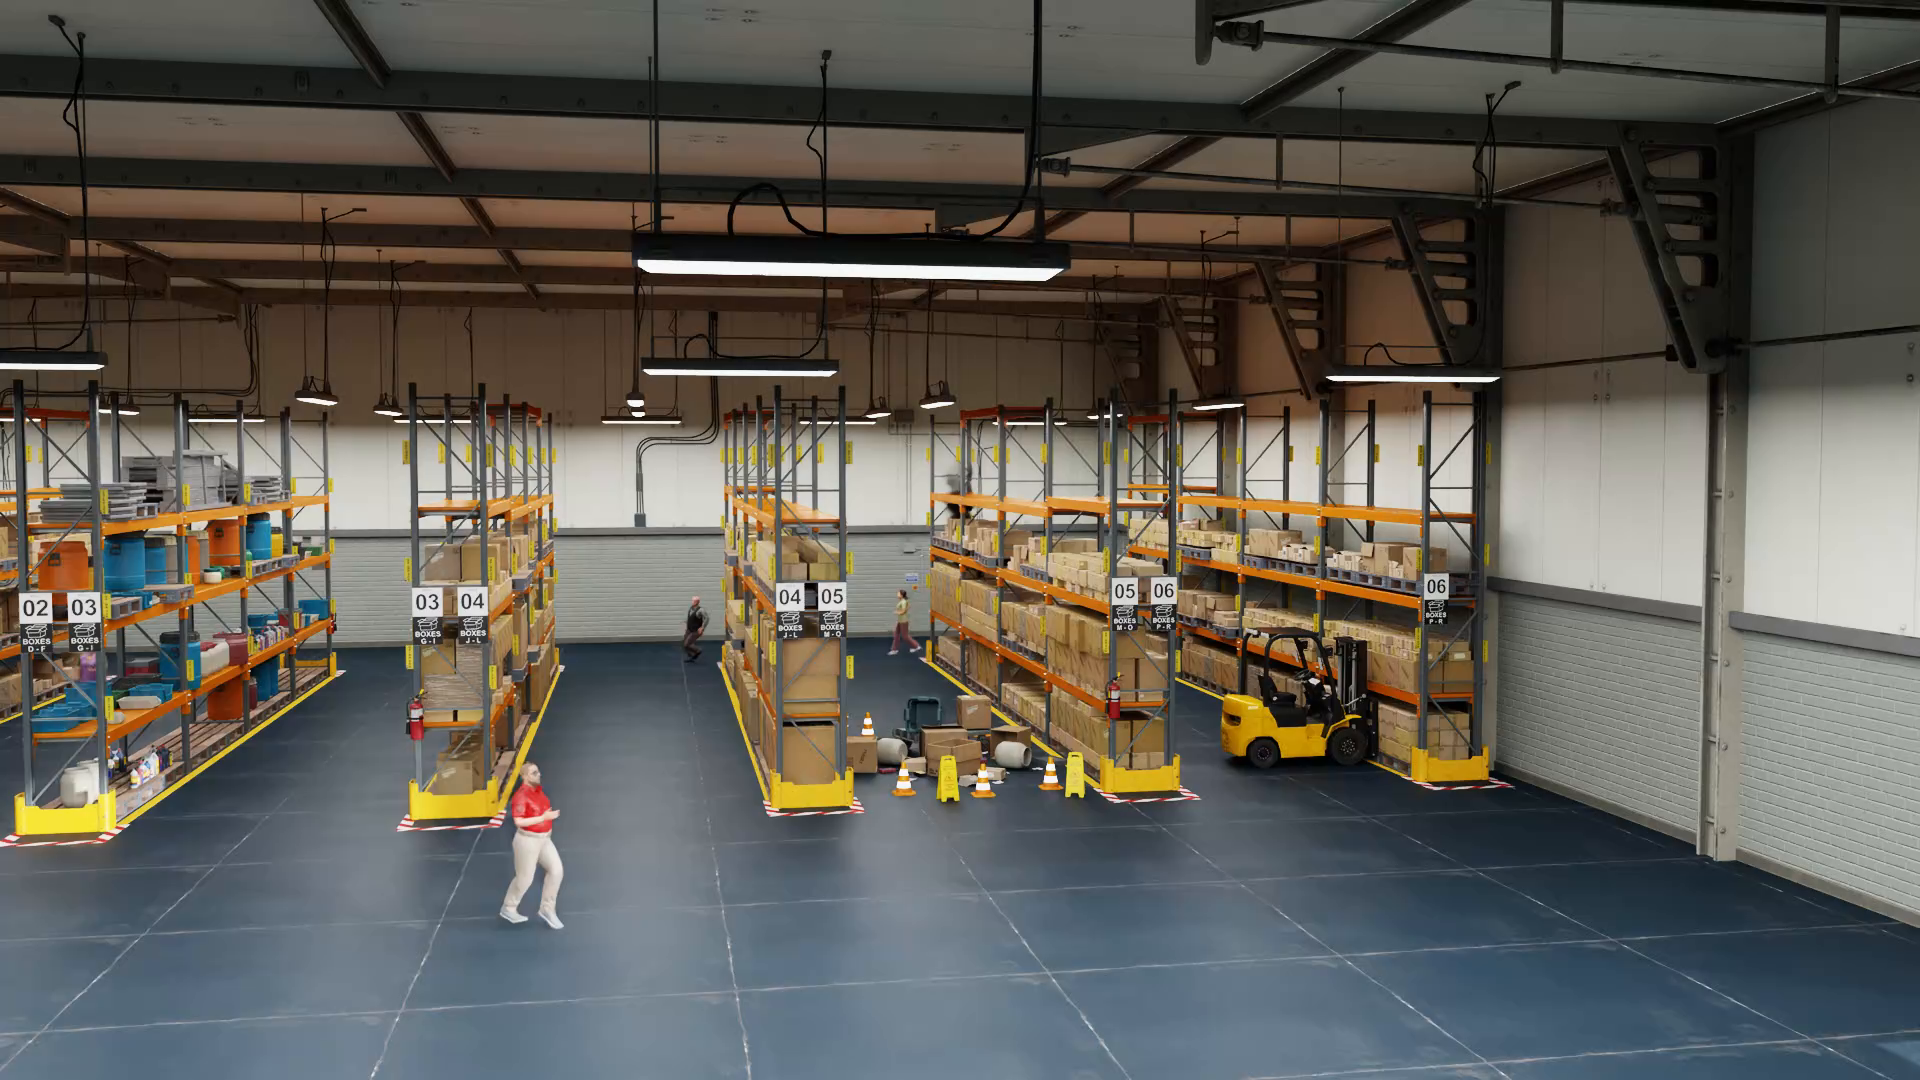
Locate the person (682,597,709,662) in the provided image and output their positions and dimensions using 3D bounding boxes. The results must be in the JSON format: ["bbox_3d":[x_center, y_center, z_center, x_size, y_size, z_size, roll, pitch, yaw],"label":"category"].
[{"bbox_3d":[-6.423,2.173,40.073,0.490,1.631,0.776,-3,4,-43],"label":"person"}]

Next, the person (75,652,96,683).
[{"bbox_3d":[-15.952,2.645,30.506,0.537,1.570,0.893,-1,3,-20],"label":"person"}]

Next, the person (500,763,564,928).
[{"bbox_3d":[-4.521,3.253,17.613,0.755,1.791,0.640,1,3,20],"label":"person"}]

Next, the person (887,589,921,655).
[{"bbox_3d":[-1.393,2.070,41.642,0.857,1.673,0.612,0,3,-6],"label":"person"}]
